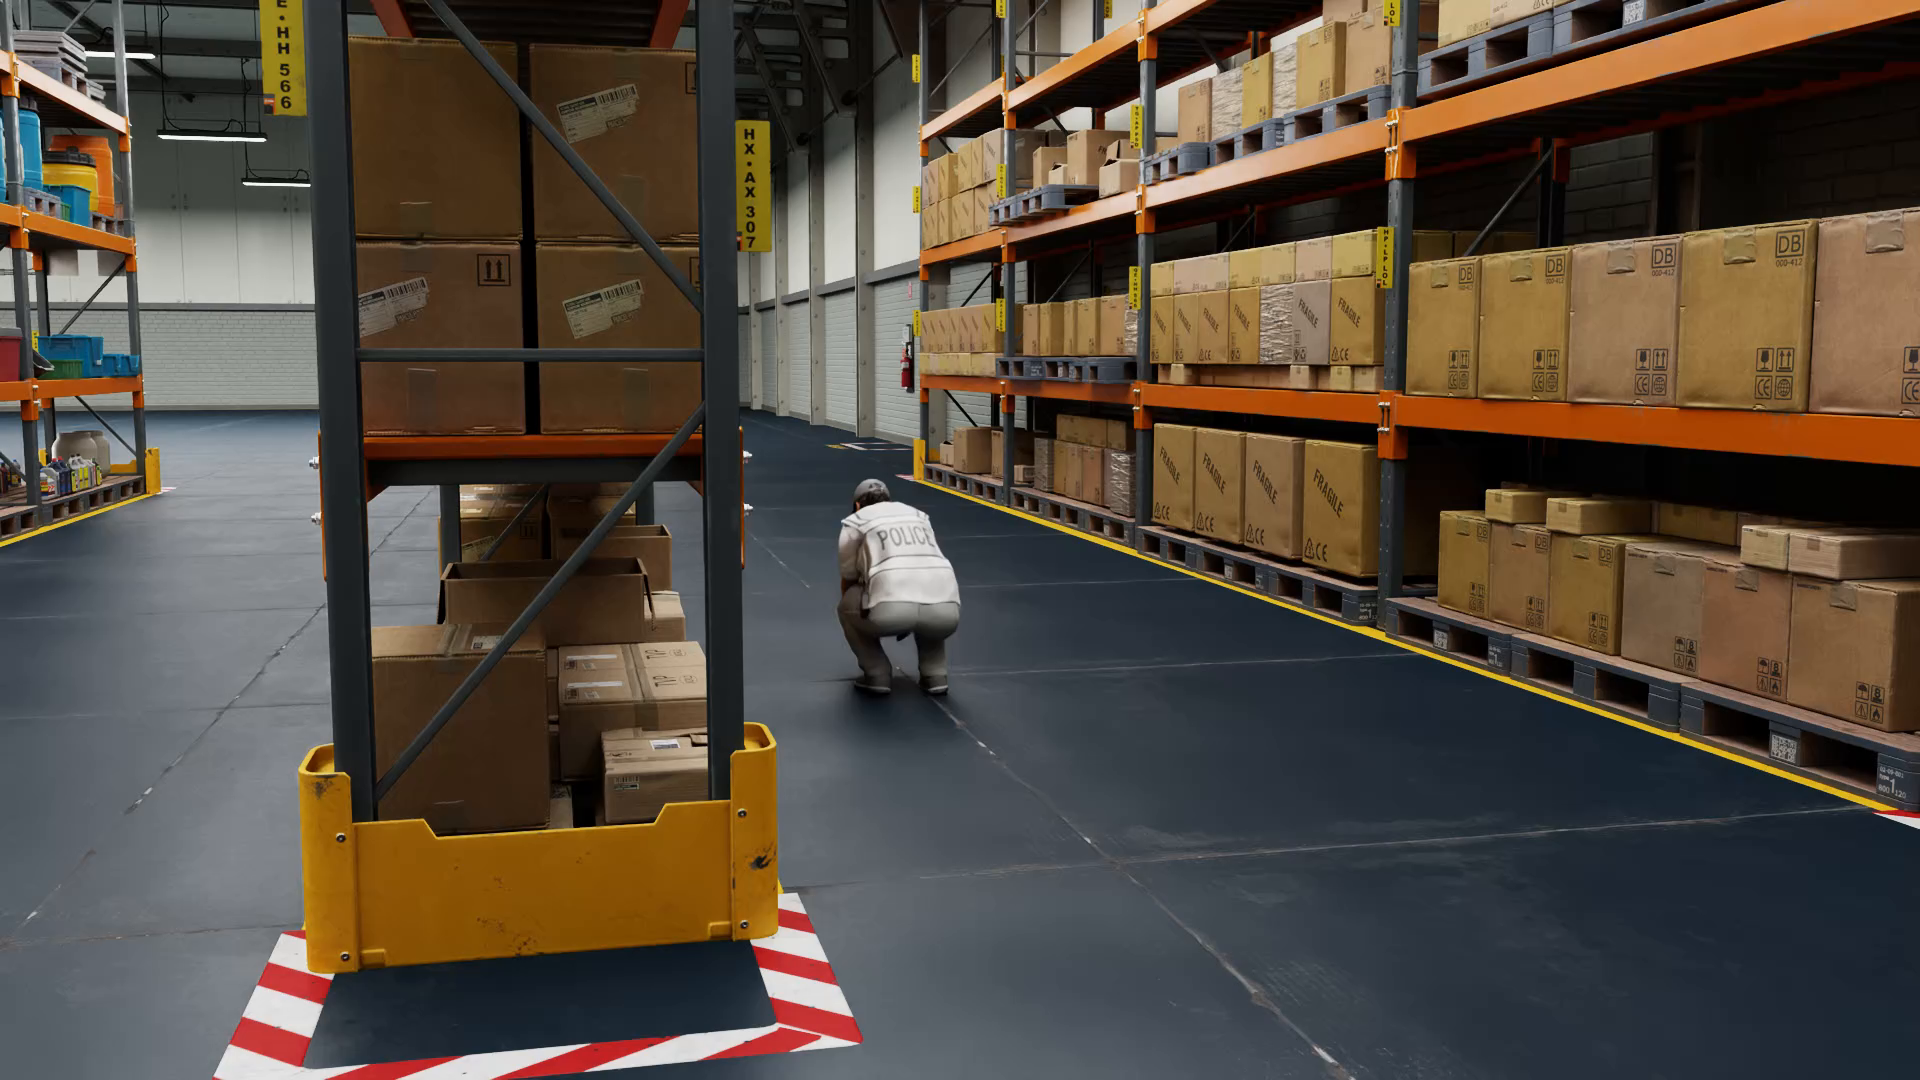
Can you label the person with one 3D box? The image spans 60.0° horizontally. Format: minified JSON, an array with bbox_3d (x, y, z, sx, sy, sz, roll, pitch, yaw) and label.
[{"bbox_3d":[-0.294,0.211,7.616,0.505,0.951,0.867,-2,6,-15],"label":"person"}]
